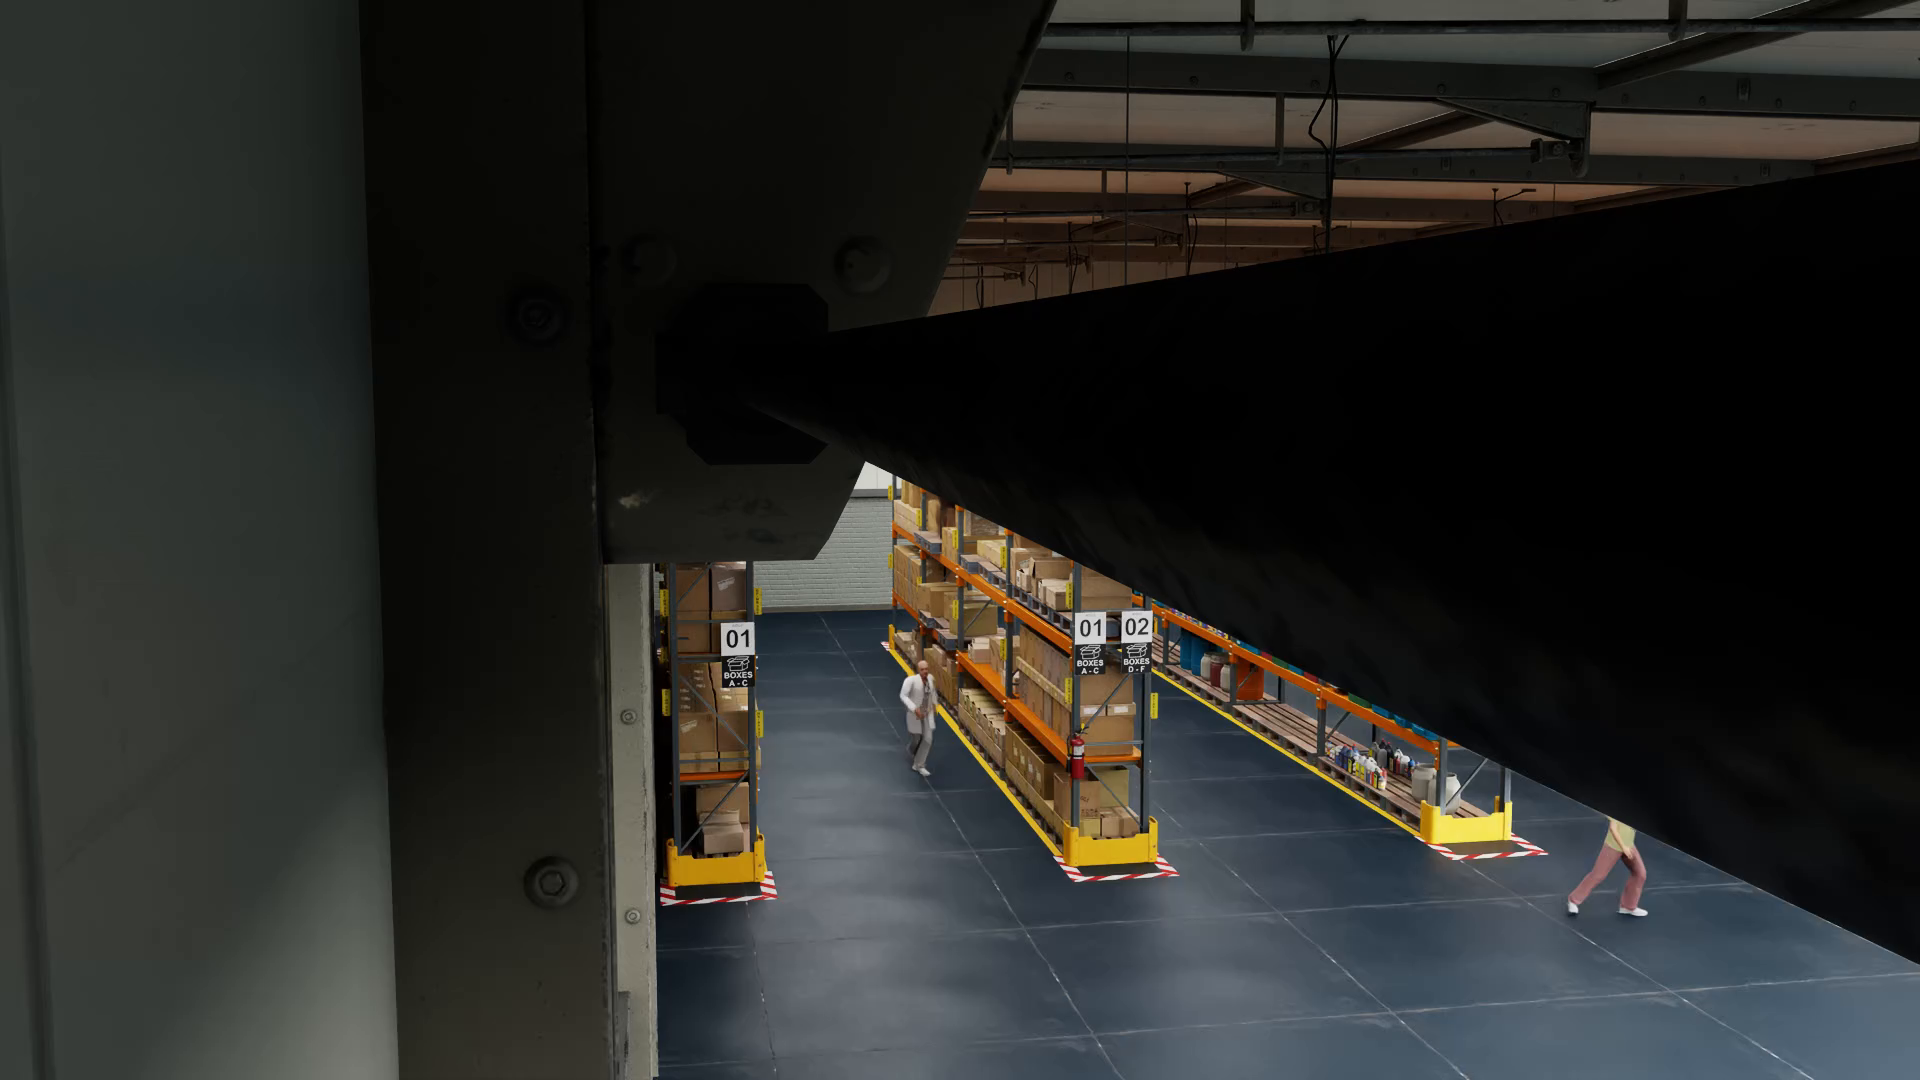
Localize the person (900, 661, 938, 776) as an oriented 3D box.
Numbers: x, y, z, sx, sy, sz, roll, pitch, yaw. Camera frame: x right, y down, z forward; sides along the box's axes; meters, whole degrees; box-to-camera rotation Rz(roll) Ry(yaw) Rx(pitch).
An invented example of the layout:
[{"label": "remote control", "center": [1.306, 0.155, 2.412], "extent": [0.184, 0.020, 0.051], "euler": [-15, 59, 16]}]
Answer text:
[{"label": "person", "center": [-0.662, 2.701, 25.661], "extent": [0.700, 1.762, 0.843], "euler": [-3, 7, -23]}]

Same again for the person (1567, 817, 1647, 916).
[{"label": "person", "center": [7.356, 3.490, 18.926], "extent": [0.754, 1.608, 0.693], "euler": [-5, 8, -38]}]
